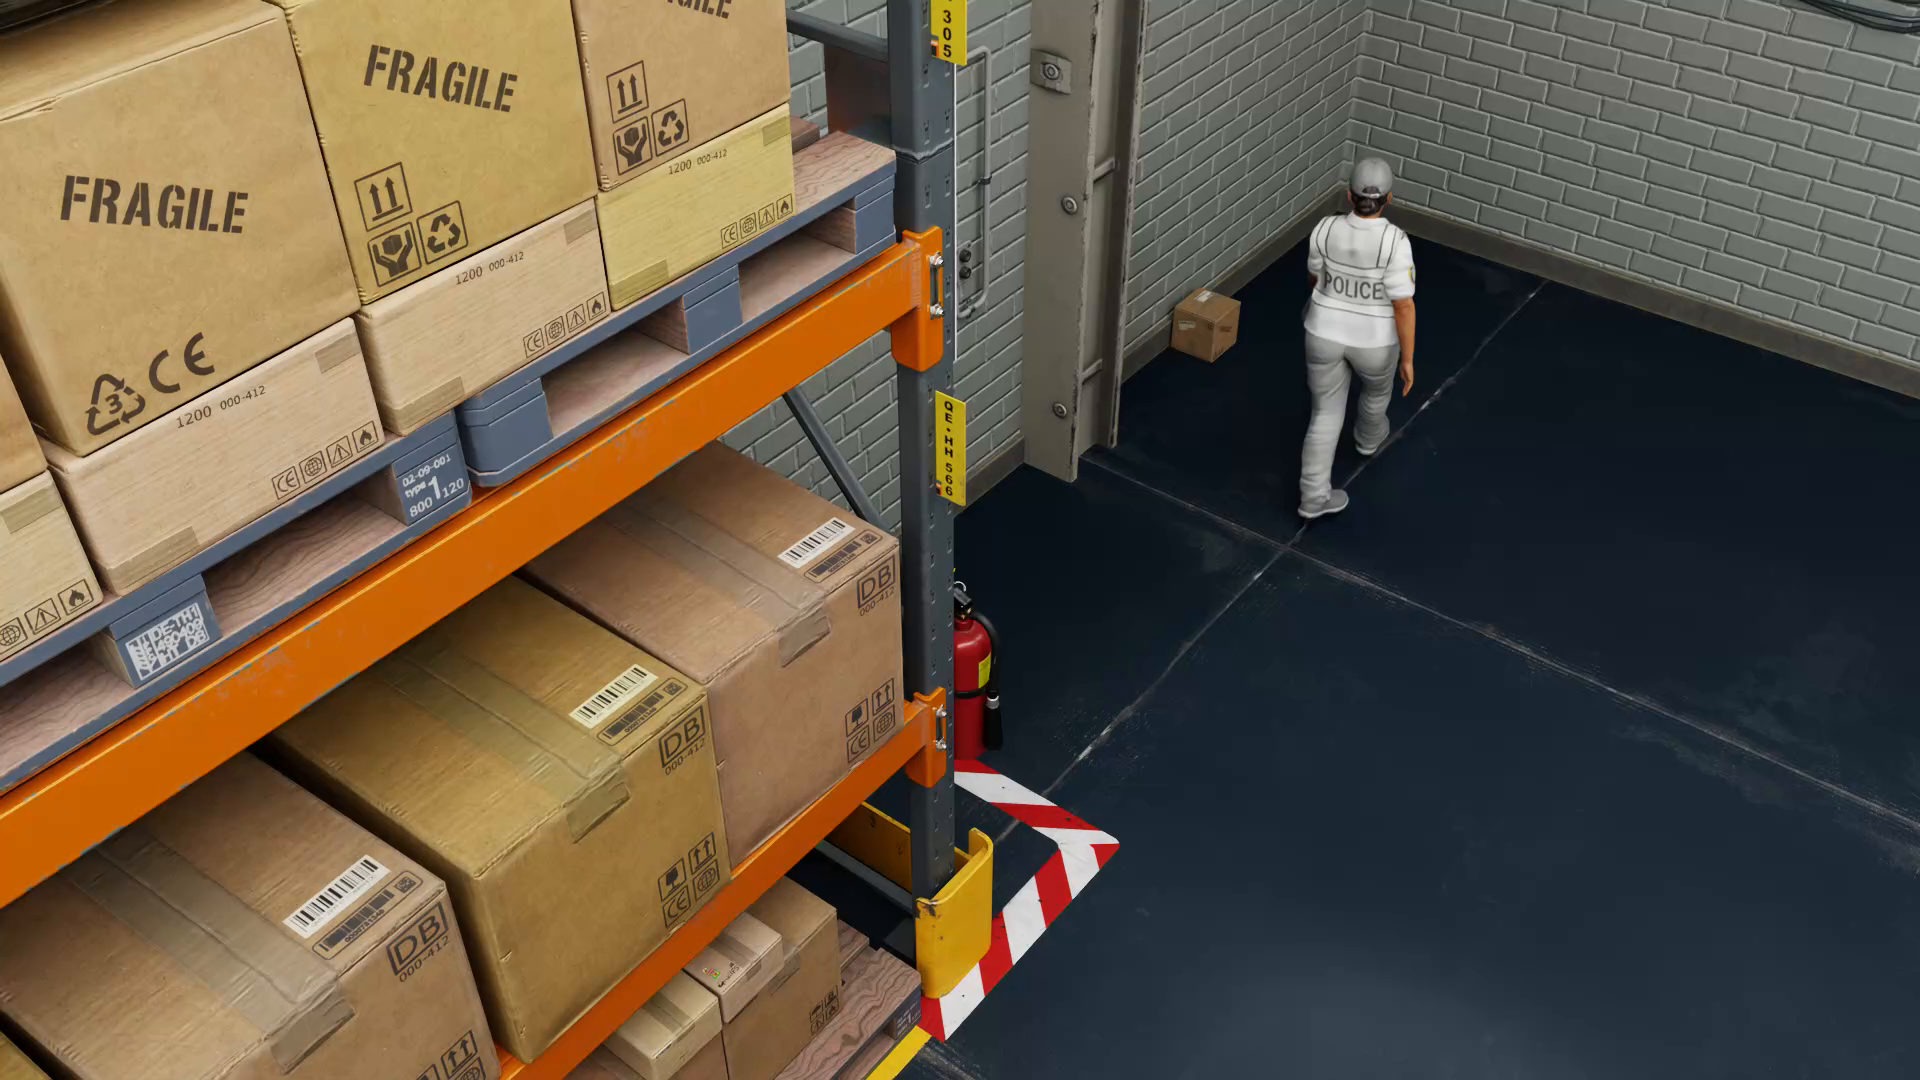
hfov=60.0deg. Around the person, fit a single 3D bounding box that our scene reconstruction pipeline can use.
[{"bbox_3d":[1.777,-0.943,7.306,0.560,1.607,0.930,16,42,19],"label":"person"}]
